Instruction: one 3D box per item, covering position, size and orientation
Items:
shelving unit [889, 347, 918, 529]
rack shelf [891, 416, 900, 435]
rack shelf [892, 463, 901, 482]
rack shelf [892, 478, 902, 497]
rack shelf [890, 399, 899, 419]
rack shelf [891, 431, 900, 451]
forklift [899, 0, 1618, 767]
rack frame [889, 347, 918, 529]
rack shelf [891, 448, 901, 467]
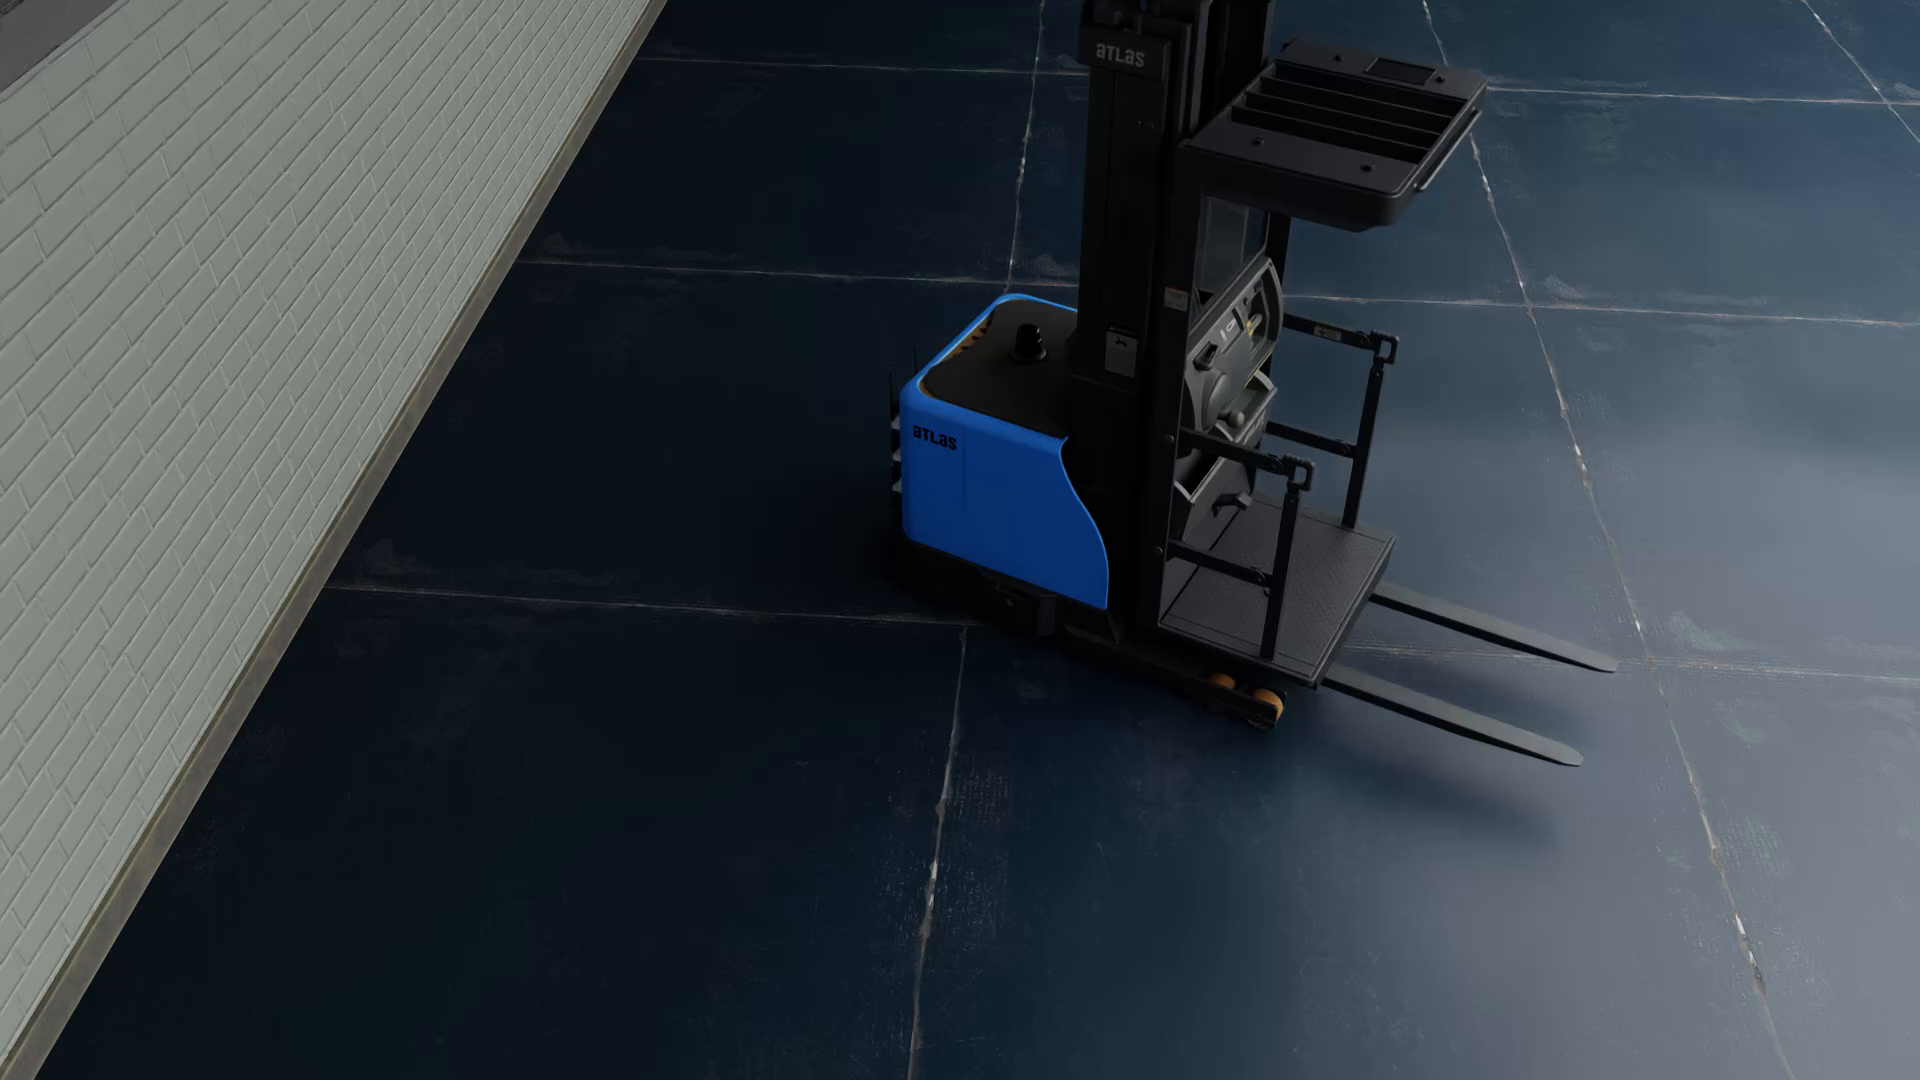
[{"bbox_3d":[-0.168,-0.435,7.742,0.210,0.900,0.258,20,43,22],"label":"shelving unit"},{"bbox_3d":[-0.168,-0.548,7.649,0.200,0.077,0.258,20,43,22],"label":"rack shelf"},{"bbox_3d":[-0.168,-0.339,7.819,0.200,0.077,0.258,20,43,22],"label":"rack shelf"},{"bbox_3d":[-0.168,-0.269,7.876,0.200,0.077,0.258,20,43,22],"label":"rack shelf"},{"bbox_3d":[-0.168,-0.618,7.592,0.200,0.077,0.258,20,43,22],"label":"rack shelf"},{"bbox_3d":[-0.168,-0.479,7.706,0.200,0.077,0.258,20,43,22],"label":"rack shelf"},{"bbox_3d":[1.264,-0.735,6.502,3.031,2.935,1.130,20,43,22],"label":"forklift"},{"bbox_3d":[-0.256,-0.466,7.780,0.006,0.900,0.240,20,43,22],"label":"rack frame"},{"bbox_3d":[-0.168,-0.409,7.763,0.200,0.077,0.258,20,43,22],"label":"rack shelf"}]
